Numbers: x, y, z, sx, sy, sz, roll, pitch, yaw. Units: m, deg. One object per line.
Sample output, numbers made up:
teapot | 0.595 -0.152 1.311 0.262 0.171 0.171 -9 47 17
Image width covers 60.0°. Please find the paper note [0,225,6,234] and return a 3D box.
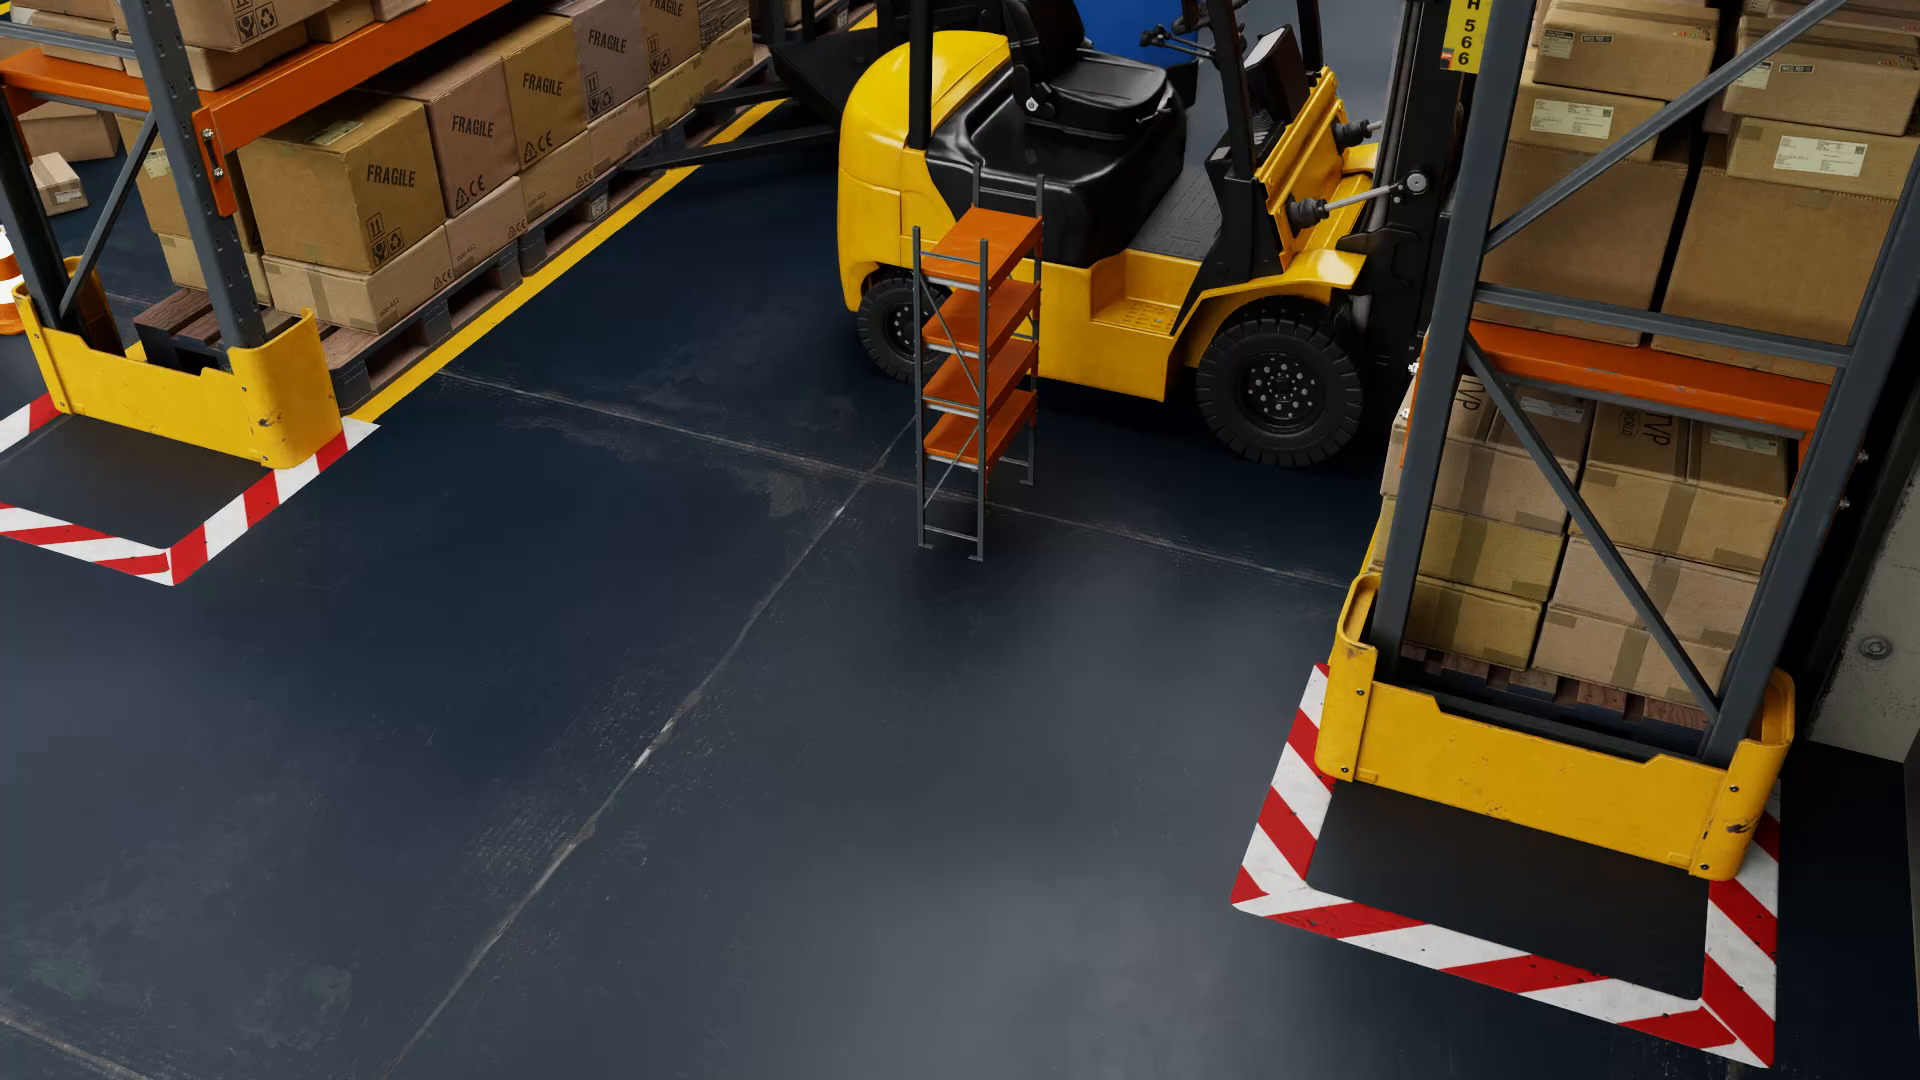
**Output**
paper note | -4.437 -1.421 7.626 0.148 0.019 0.142 1 37 2

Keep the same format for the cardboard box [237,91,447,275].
cardboard box | -2.385 -1.398 6.434 0.500 0.500 0.500 13 39 16

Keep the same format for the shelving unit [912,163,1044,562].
shelving unit | 0.063 -0.572 5.513 0.258 1.200 0.503 14 39 18

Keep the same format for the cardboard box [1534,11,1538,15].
cardboard box | 1.786 -1.162 4.716 0.500 0.500 0.500 15 39 19

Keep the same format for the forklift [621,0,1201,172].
forklift | -0.326 -3.271 7.678 3.031 2.935 1.130 -16 40 -20

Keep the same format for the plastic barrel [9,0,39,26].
plastic barrel | -5.063 -2.910 9.290 0.421 0.421 0.512 -17 40 -22

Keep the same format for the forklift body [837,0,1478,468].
forklift body | 0.670 -1.631 6.135 2.313 2.155 1.214 14 39 18

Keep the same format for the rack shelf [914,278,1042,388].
rack shelf | 0.063 -0.698 5.420 0.258 0.148 0.480 14 39 18

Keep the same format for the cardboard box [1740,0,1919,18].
cardboard box | 2.179 -1.348 4.174 0.380 0.149 0.250 15 39 19

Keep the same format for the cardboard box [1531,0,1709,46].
cardboard box | 1.642 -1.314 4.129 0.380 0.149 0.250 14 39 18

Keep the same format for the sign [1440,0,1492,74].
sign | 1.139 -1.195 3.678 0.100 0.325 0.005 14 39 18

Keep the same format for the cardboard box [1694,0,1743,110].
cardboard box | 2.446 -1.329 4.939 0.500 0.500 0.500 13 39 17

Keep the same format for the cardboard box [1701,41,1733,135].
cardboard box | 2.040 -1.085 4.070 0.380 0.149 0.250 14 39 18

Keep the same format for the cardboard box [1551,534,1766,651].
cardboard box | 2.007 0.015 4.753 0.500 0.250 0.500 15 39 19

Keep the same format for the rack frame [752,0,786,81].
rack frame | -1.434 -3.848 8.393 1.000 3.000 0.127 14 39 18

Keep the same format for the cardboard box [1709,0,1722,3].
cardboard box | 1.880 -1.586 4.493 0.380 0.149 0.250 14 39 18

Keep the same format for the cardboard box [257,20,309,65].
cardboard box | -2.553 -1.817 5.885 0.380 0.149 0.250 14 39 18

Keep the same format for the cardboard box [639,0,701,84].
cardboard box | -1.603 -2.545 7.969 0.500 0.500 0.500 15 39 19

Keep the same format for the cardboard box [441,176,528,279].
cardboard box | -2.192 -1.365 7.017 0.500 0.250 0.500 15 39 19

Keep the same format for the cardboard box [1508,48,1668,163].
cardboard box | 1.509 -1.061 4.038 0.380 0.149 0.250 14 39 18

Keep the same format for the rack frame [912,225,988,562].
rack frame | -0.030 -0.437 5.333 0.240 1.200 0.015 14 39 18

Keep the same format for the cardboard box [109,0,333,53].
cardboard box | -2.519 -1.992 5.577 0.500 0.500 0.500 13 39 17

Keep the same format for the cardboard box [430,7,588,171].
cardboard box | -1.992 -1.964 7.192 0.500 0.500 0.500 15 39 19

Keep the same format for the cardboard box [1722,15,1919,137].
cardboard box | 1.961 -1.061 3.791 0.380 0.149 0.250 13 39 17

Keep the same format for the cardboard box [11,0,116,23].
cardboard box | -3.004 -2.156 5.797 0.500 0.500 0.500 13 39 17

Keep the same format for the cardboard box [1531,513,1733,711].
cardboard box | 2.003 0.201 4.922 0.500 0.250 0.500 14 39 18

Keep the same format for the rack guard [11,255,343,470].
rack guard | -2.927 -0.674 6.235 1.175 0.500 0.348 14 39 18

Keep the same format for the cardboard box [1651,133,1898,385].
cardboard box | 2.081 -0.756 4.173 0.500 0.500 0.500 15 39 19

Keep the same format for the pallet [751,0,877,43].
pallet | -1.139 -3.163 9.805 1.003 0.211 1.213 14 39 18

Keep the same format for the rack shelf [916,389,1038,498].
rack shelf | 0.063 -0.359 5.673 0.258 0.148 0.480 14 39 18

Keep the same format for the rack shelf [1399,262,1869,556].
rack shelf | 2.397 -1.324 5.617 1.077 0.370 4.000 14 39 18

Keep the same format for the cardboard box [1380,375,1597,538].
cardboard box | 1.523 -0.298 4.754 0.500 0.250 0.500 15 39 19

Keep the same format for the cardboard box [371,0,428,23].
cardboard box | -2.237 -2.075 6.231 0.380 0.149 0.250 14 39 18

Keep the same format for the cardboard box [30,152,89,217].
cardboard box | -4.326 -1.677 7.870 0.250 0.149 0.380 -25 43 -29

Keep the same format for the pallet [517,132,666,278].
pallet | -2.120 -1.674 7.813 1.003 0.211 1.213 14 39 18

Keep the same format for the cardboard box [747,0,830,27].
cardboard box | -1.237 -3.255 9.443 0.950 0.372 0.625 14 39 18

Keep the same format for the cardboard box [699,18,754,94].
cardboard box | -1.410 -2.527 8.571 0.500 0.250 0.500 16 40 20

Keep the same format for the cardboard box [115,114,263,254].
cardboard box | -2.892 -1.504 6.576 0.500 0.500 0.500 14 39 18

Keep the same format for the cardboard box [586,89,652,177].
cardboard box | -1.802 -1.949 7.798 0.500 0.250 0.500 14 39 18
